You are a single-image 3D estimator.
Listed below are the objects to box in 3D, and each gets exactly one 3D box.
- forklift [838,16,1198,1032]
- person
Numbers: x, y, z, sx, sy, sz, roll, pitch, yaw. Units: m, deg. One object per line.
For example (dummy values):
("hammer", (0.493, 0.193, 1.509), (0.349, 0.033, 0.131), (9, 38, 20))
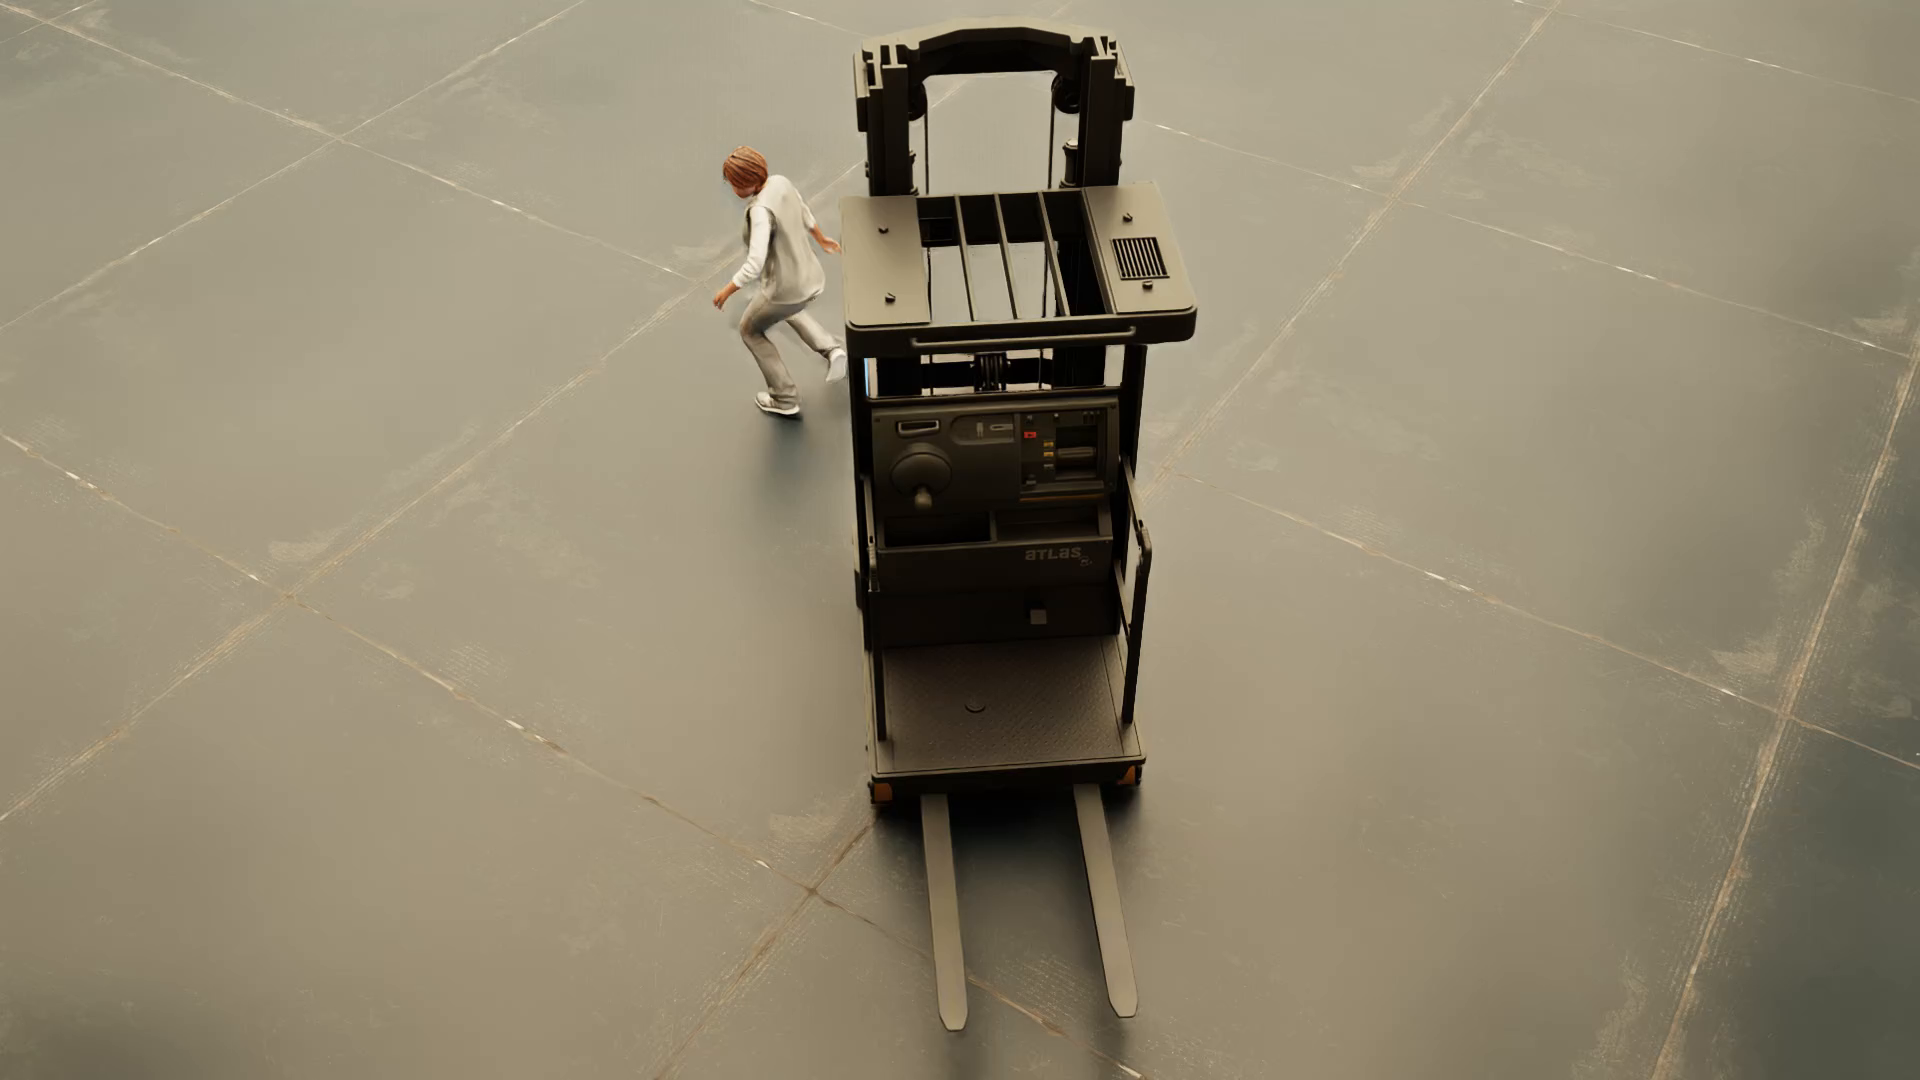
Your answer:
("forklift", (0.156, -0.235, 6.096), (1.130, 2.935, 3.031), (-3, 44, -4))
("person", (-0.856, -1.325, 8.366), (0.476, 1.423, 0.822), (20, 47, 19))
